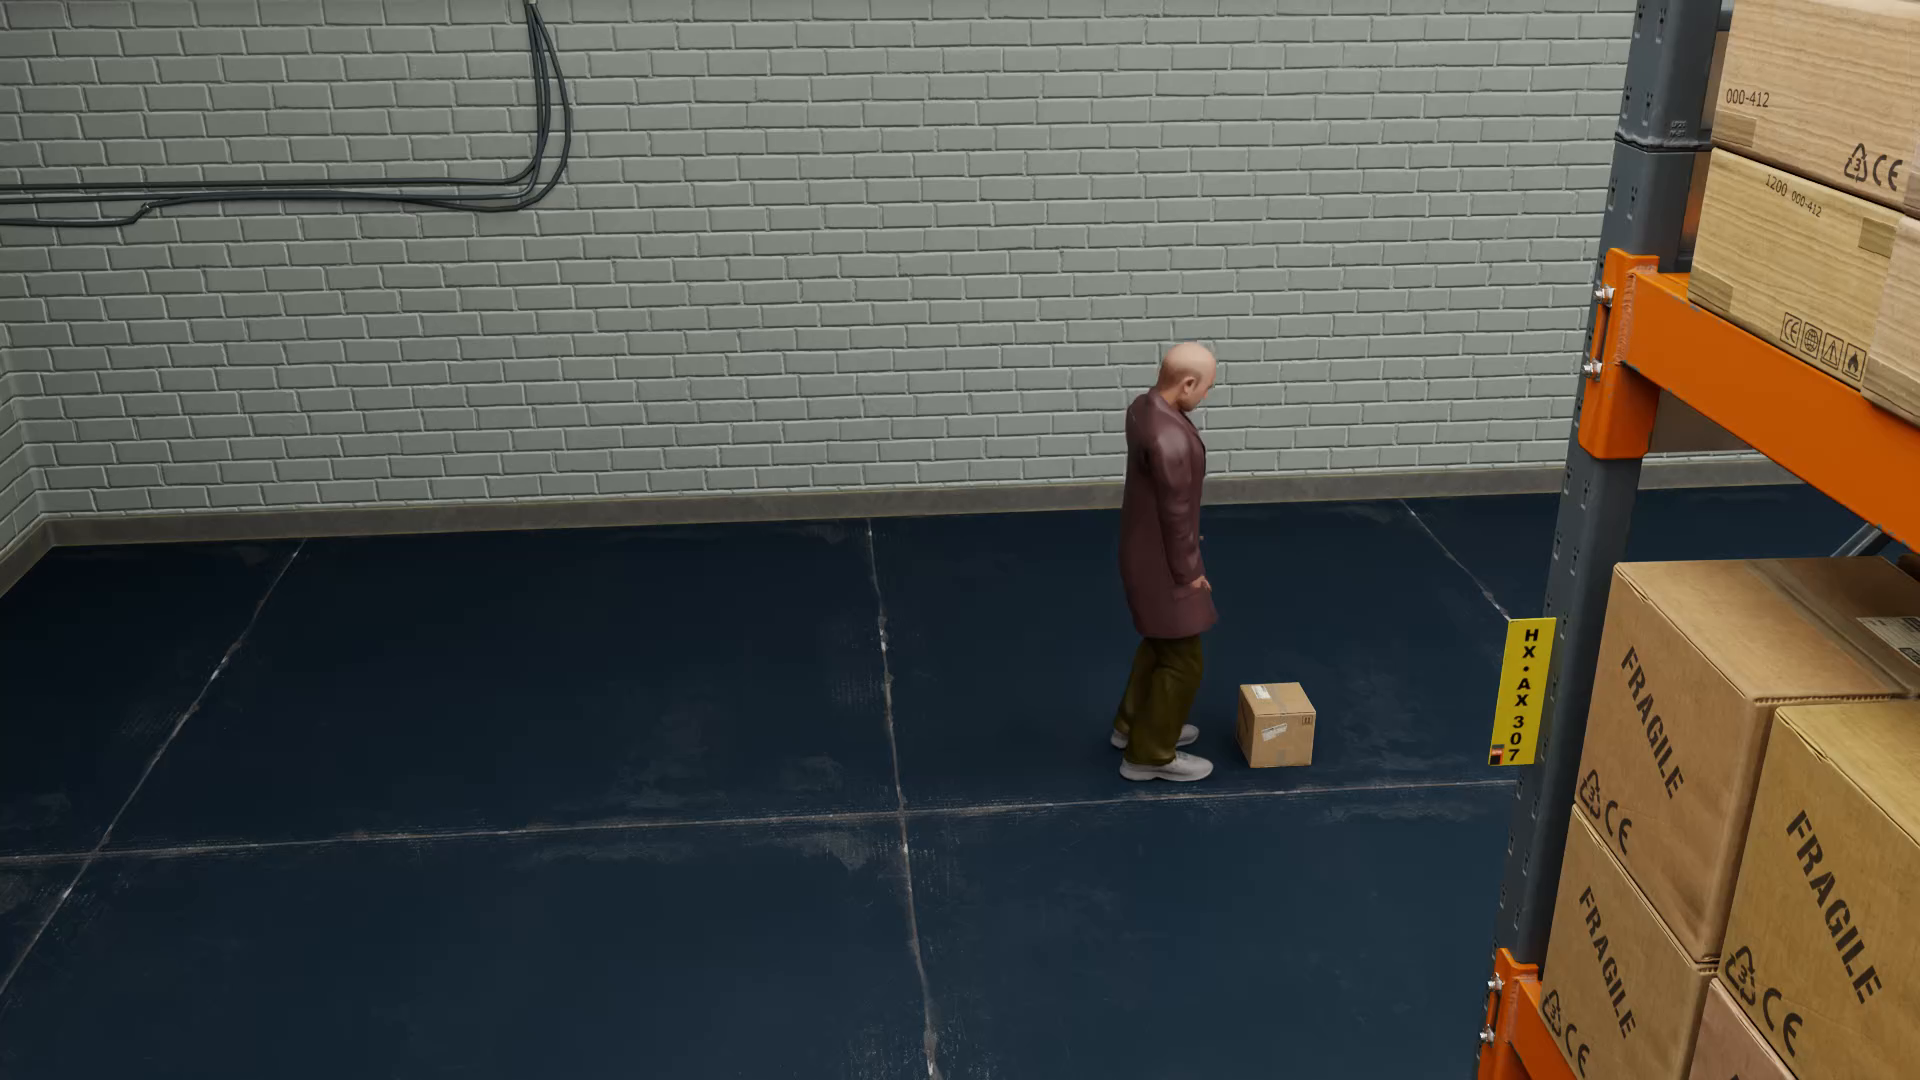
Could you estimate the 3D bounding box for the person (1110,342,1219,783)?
[{"bbox_3d":[0.810,0.083,6.472,0.389,1.751,0.575,-2,23,-4],"label":"person"}]
